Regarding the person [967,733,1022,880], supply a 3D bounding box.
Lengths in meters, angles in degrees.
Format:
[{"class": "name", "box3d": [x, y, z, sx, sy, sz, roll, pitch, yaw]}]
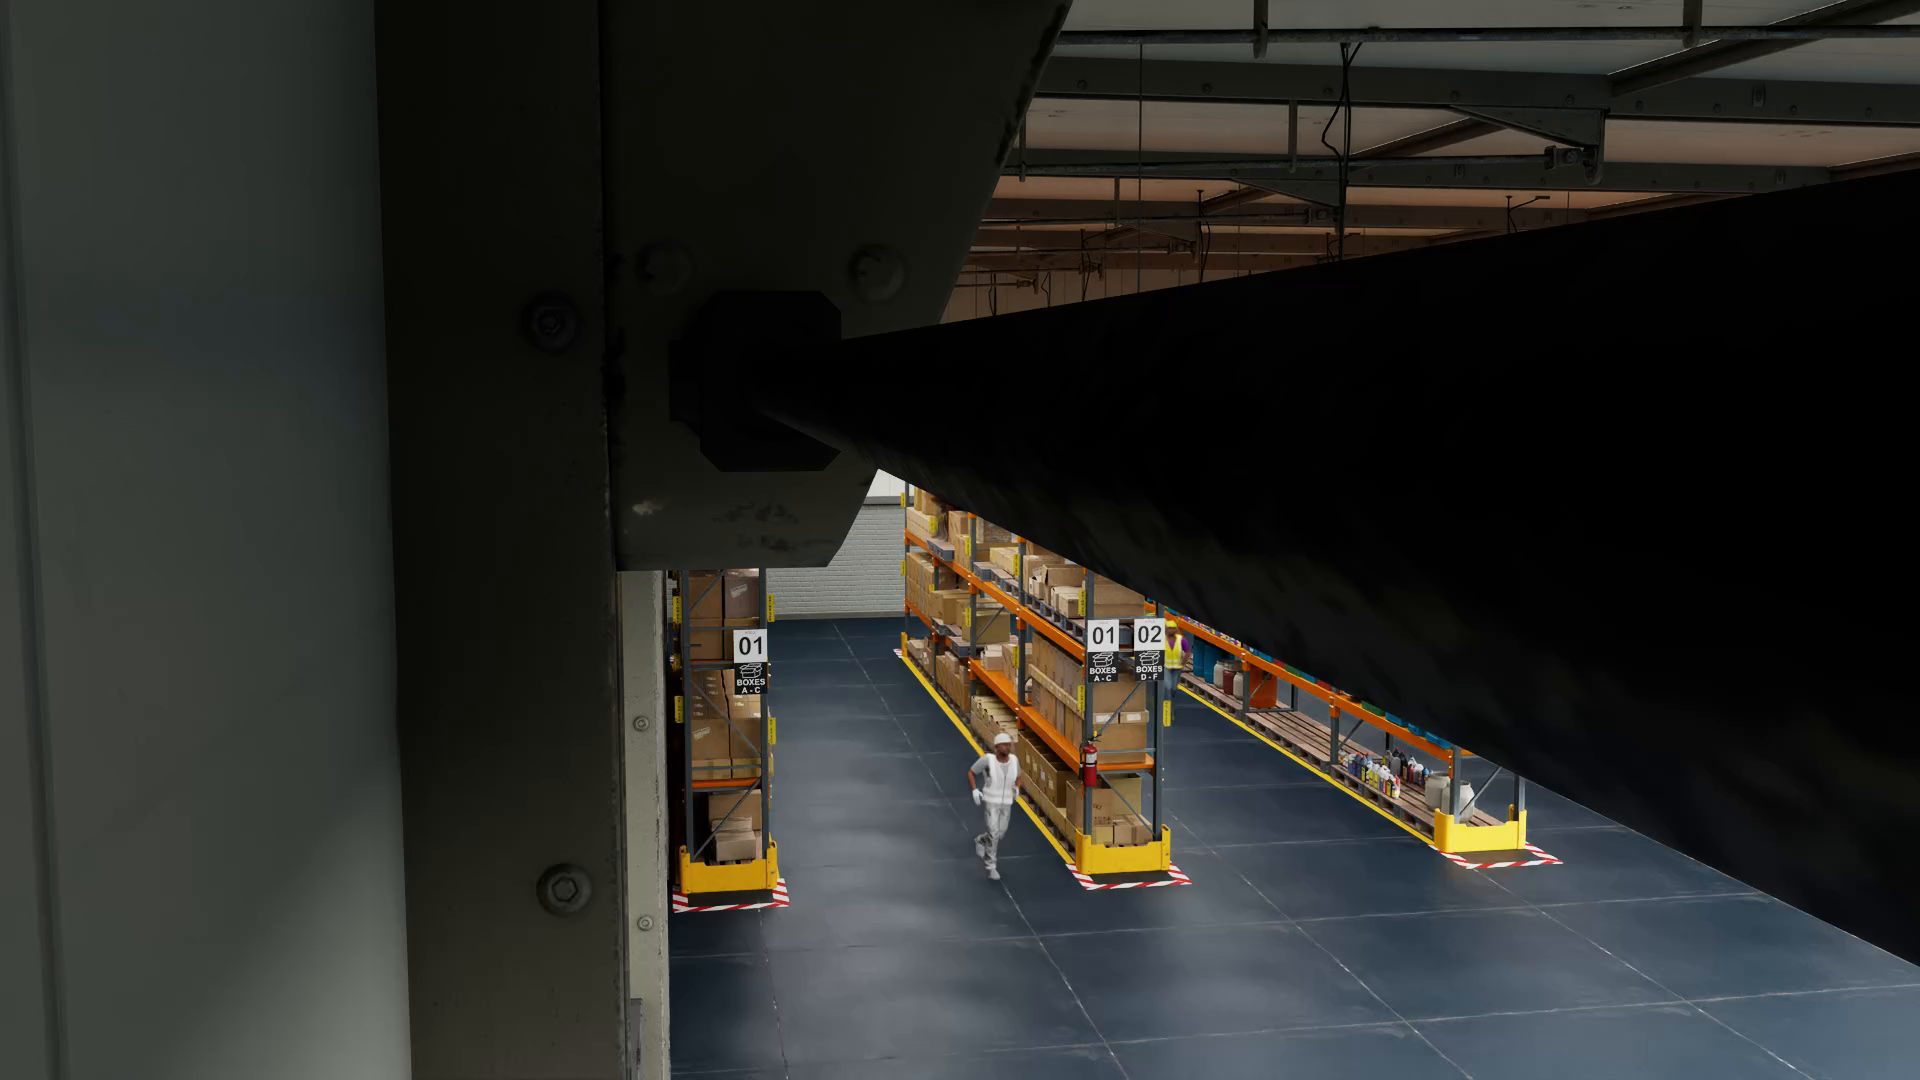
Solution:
[{"class": "person", "box3d": [0.458, 3.308, 20.957, 0.721, 1.777, 0.846, -3, 7, -25]}]

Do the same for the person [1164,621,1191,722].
[{"class": "person", "box3d": [3.825, 2.330, 30.127, 0.702, 1.779, 0.922, -1, 6, -5]}]
